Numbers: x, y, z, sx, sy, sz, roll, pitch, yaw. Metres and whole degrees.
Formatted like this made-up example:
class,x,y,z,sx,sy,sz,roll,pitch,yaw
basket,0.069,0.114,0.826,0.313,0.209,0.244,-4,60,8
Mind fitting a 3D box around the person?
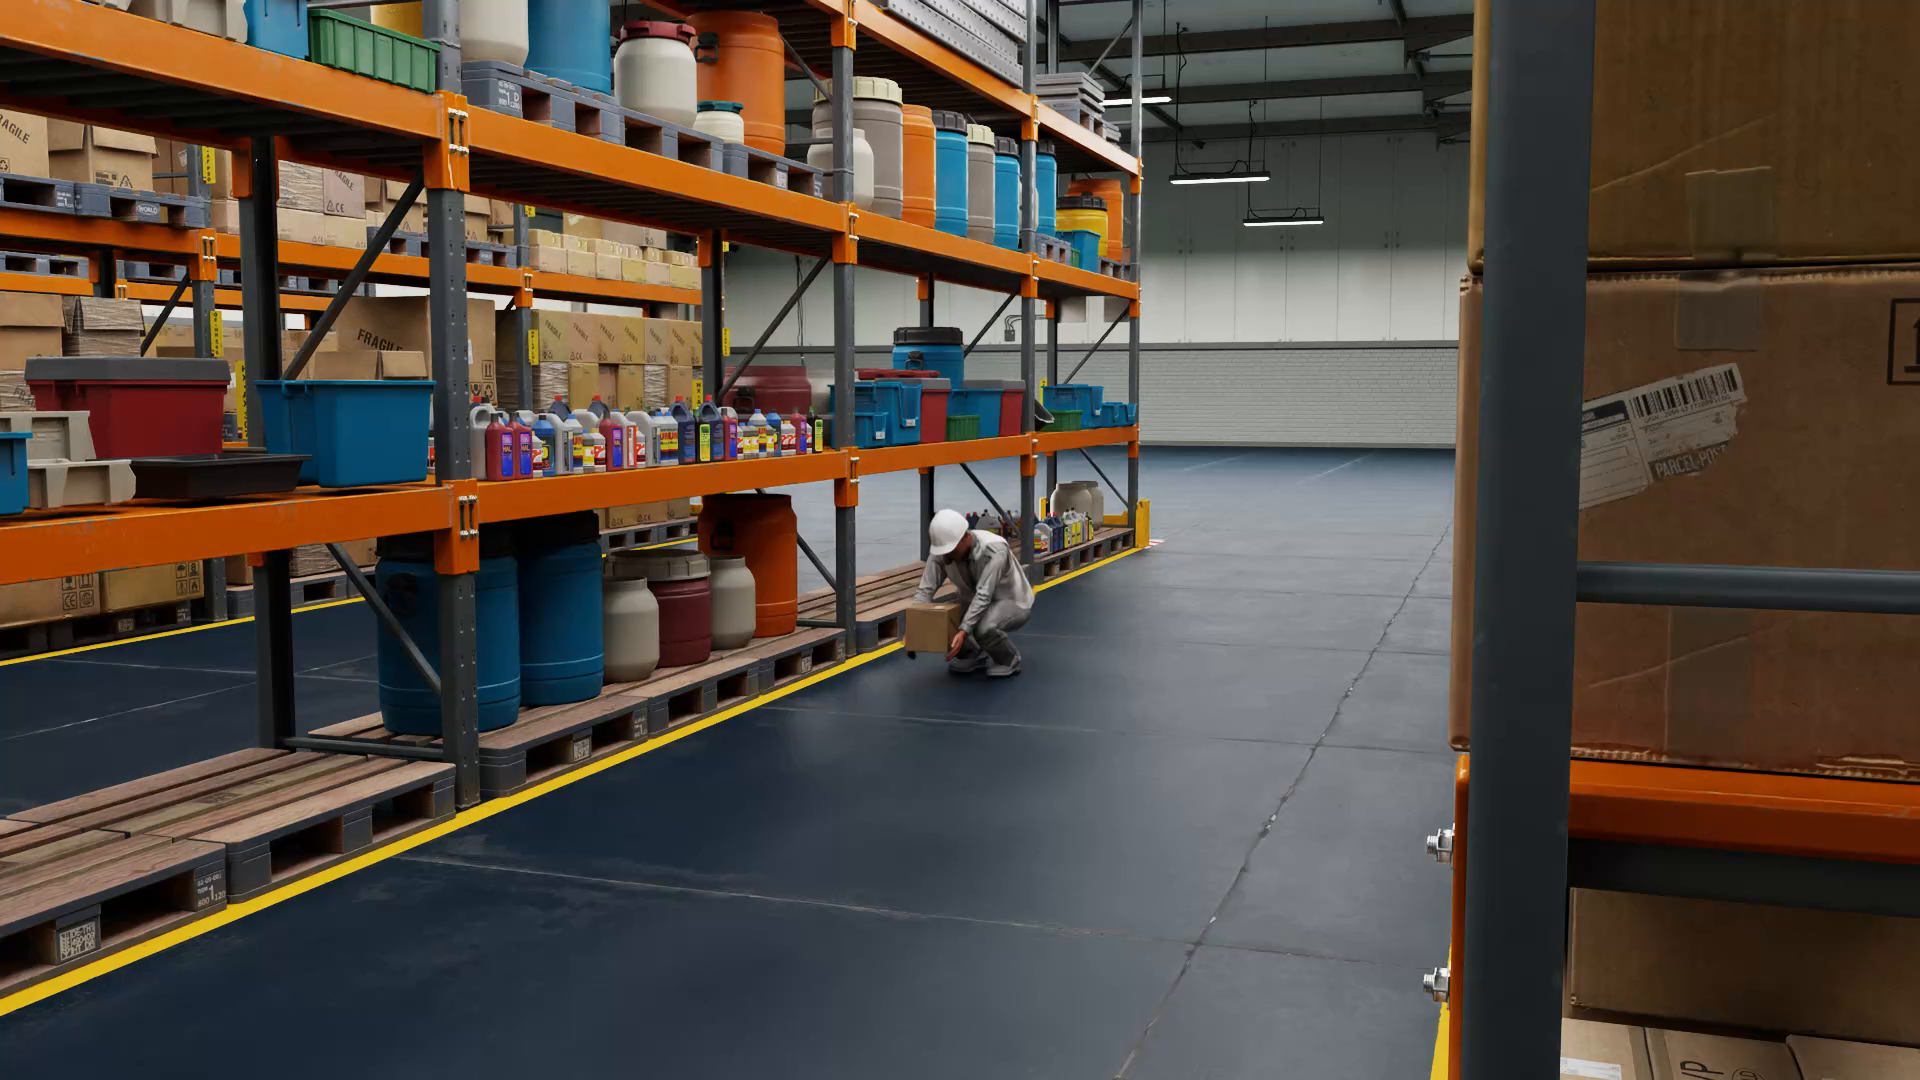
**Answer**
class,x,y,z,sx,sy,sz,roll,pitch,yaw
person,0.058,0.307,9.751,0.533,1.009,0.914,4,7,40
